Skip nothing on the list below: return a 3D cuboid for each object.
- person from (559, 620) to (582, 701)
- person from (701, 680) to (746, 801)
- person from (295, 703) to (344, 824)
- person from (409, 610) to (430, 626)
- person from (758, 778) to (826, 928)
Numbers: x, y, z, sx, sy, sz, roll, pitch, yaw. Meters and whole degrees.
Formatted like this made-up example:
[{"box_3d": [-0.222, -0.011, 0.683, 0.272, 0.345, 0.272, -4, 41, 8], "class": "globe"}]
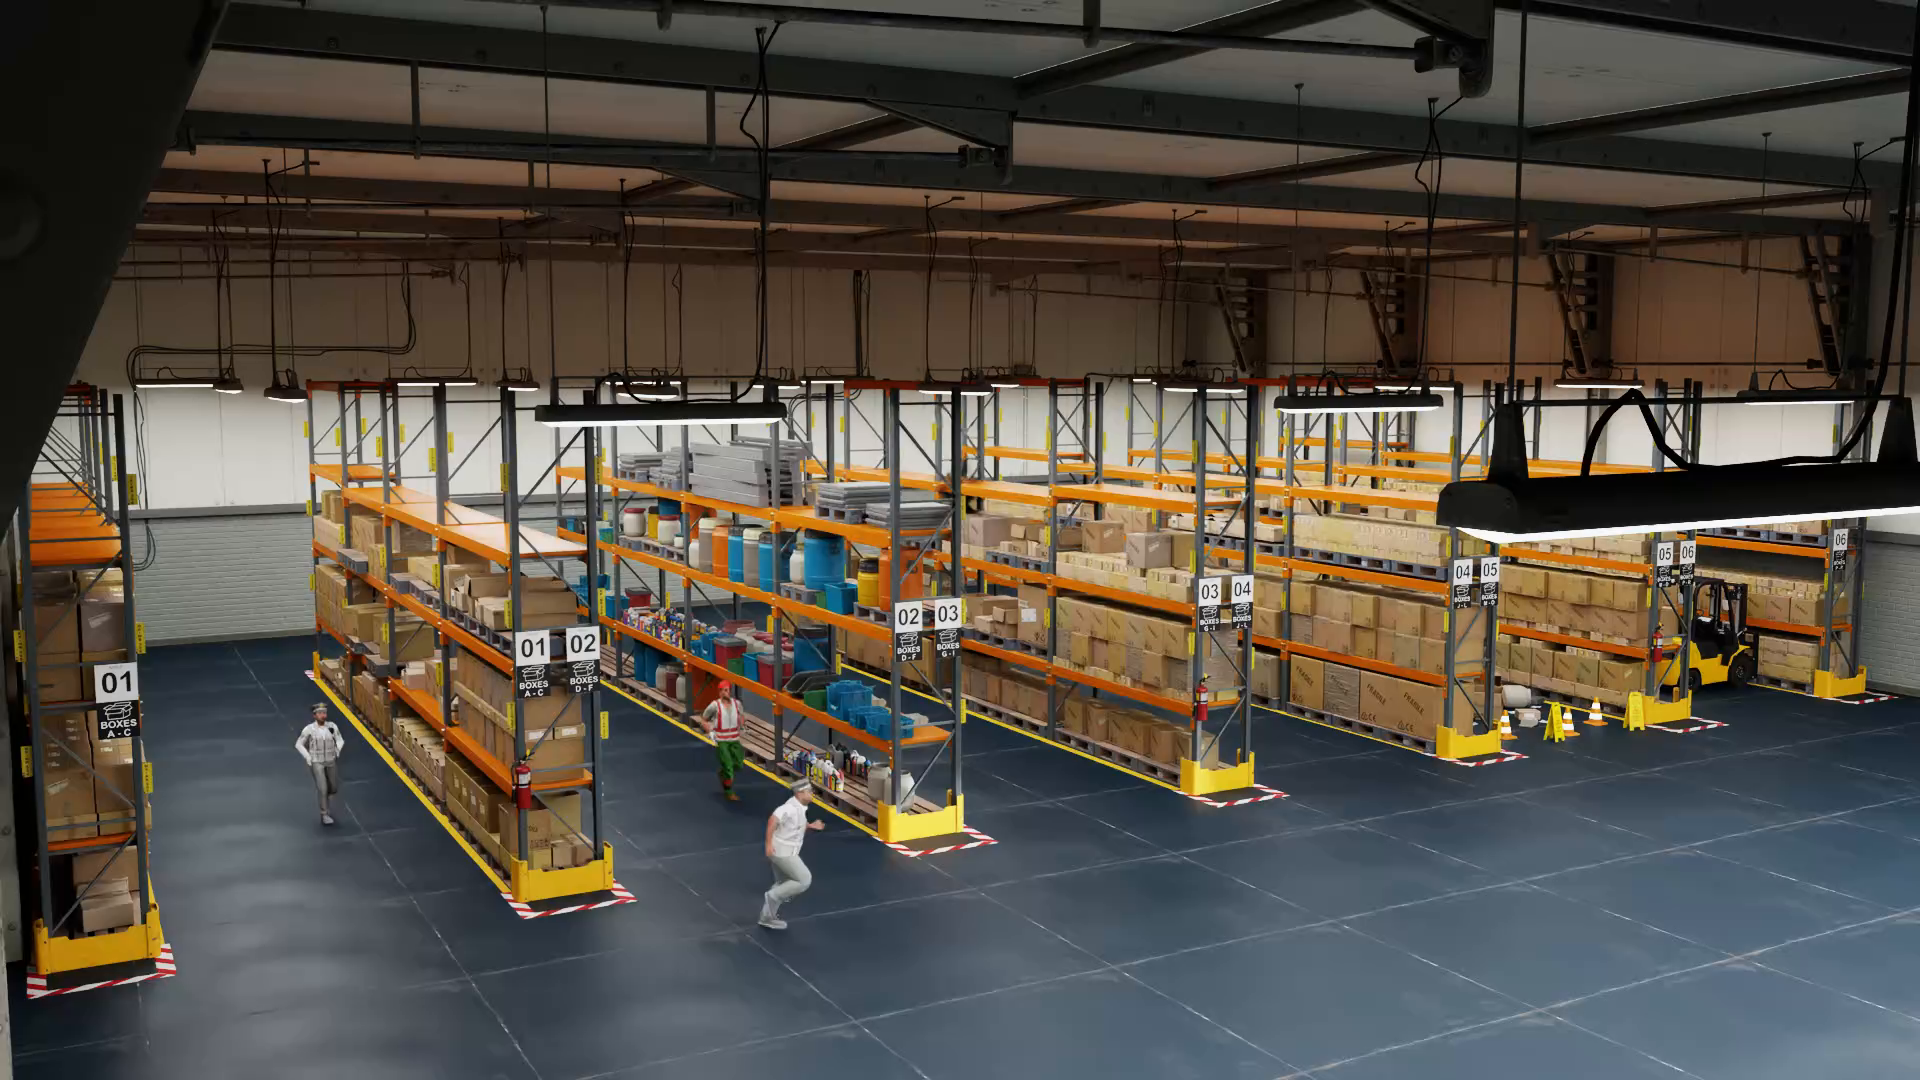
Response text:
[{"box_3d": [-7.407, 2.100, 31.478, 0.664, 1.771, 0.963, -3, 7, -25], "class": "person"}, {"box_3d": [-3.412, 2.897, 24.148, 0.651, 1.746, 0.692, -4, 7, -33], "class": "person"}, {"box_3d": [-8.849, 3.060, 23.037, 0.630, 1.653, 0.694, -5, 8, -37], "class": "person"}, {"box_3d": [-11.327, 1.771, 34.685, 0.955, 1.788, 0.718, 3, 7, 28], "class": "person"}, {"box_3d": [-1.887, 3.509, 18.661, 0.778, 1.695, 0.648, -1, 6, -7], "class": "person"}]
